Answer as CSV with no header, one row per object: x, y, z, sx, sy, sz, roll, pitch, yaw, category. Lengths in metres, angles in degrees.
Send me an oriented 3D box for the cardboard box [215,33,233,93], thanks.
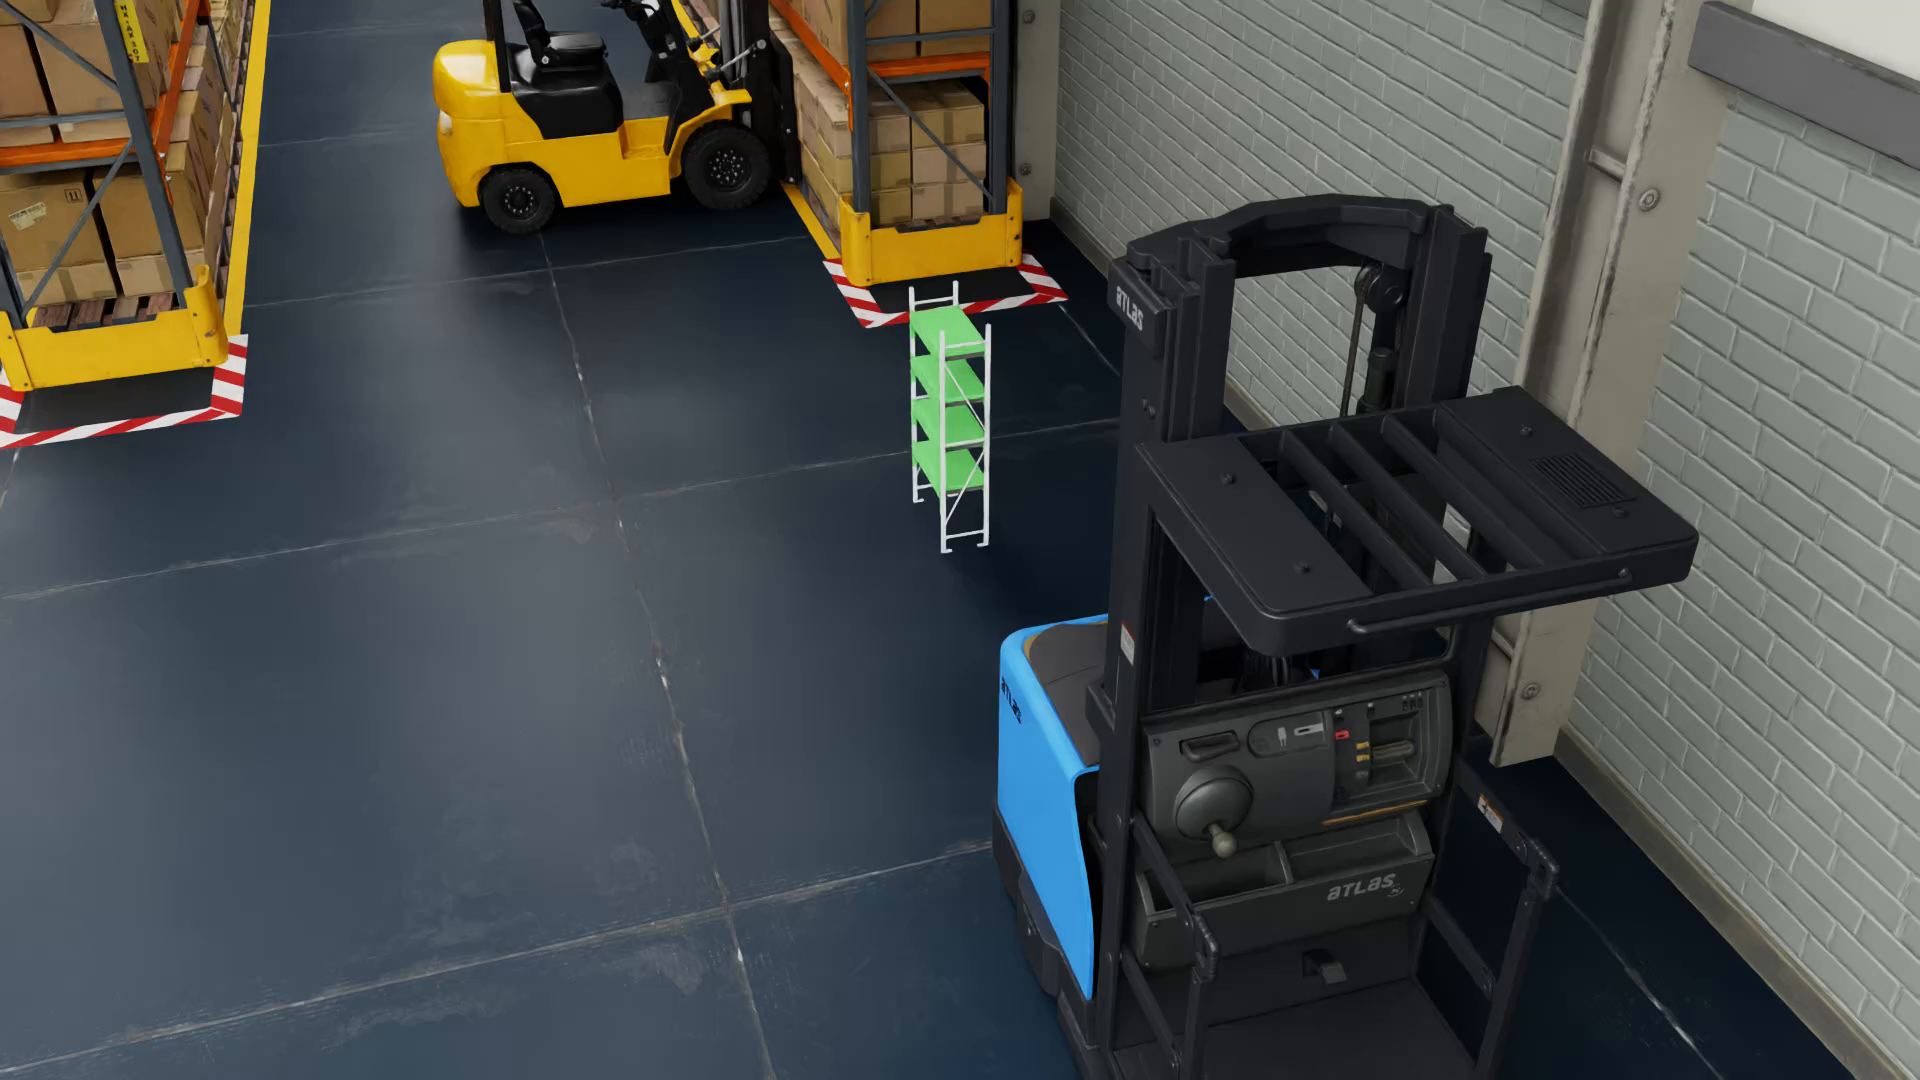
-6.297,-3.695,13.124,0.950,0.372,0.625,-10,35,-14,cardboard box

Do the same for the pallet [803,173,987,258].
-0.462,-2.309,11.553,1.003,0.211,1.213,-10,35,-15,pallet

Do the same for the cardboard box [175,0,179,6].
-5.437,-3.775,10.881,0.500,0.500,0.500,-9,35,-13,cardboard box

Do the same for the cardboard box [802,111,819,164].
-0.778,-2.783,11.400,0.500,0.250,0.500,-10,35,-15,cardboard box

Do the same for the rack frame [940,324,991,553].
0.024,-0.459,7.857,0.240,1.200,0.015,-10,35,-15,rack frame

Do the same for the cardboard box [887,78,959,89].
-0.311,-3.069,11.380,0.500,0.250,0.500,-10,35,-15,cardboard box

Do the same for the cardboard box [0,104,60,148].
-5.233,-2.297,9.233,0.380,0.149,0.250,-9,34,-13,cardboard box

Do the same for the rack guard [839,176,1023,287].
-0.182,-2.022,10.857,1.175,0.500,0.348,-10,35,-15,rack guard

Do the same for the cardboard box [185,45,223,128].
-5.542,-3.150,11.729,0.500,0.500,0.500,-9,35,-14,cardboard box

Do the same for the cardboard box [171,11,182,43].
-5.271,-3.318,10.778,0.380,0.149,0.250,-10,35,-14,cardboard box

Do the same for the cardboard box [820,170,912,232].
-0.633,-2.299,11.122,0.500,0.250,0.500,-10,35,-14,cardboard box

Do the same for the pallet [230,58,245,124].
-6.374,-3.586,13.486,1.003,0.211,1.213,-10,35,-15,pallet

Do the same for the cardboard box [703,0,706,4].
-2.040,-5.438,15.531,0.875,0.625,0.625,-11,35,-17,cardboard box

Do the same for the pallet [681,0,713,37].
-2.047,-5.036,15.680,1.003,0.211,1.213,-10,35,-15,pallet

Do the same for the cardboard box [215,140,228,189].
-5.376,-2.558,11.514,0.500,0.250,0.500,-9,35,-14,cardboard box

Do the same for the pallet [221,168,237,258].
-5.521,-2.190,11.372,1.003,0.211,1.213,-10,35,-15,pallet

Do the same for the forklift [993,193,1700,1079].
1.032,0.696,4.538,1.130,2.935,3.031,-9,35,-14,forklift

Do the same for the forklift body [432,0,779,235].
-2.505,-3.413,11.463,2.313,2.155,1.214,-10,35,-15,forklift body

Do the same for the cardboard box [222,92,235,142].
-5.699,-3.104,12.340,0.500,0.250,0.500,-8,34,-13,cardboard box

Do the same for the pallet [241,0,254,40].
-7.118,-4.867,15.425,1.003,0.211,1.213,-10,35,-15,pallet

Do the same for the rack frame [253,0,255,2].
-7.355,-6.441,15.277,1.000,3.000,0.127,-10,35,-15,rack frame

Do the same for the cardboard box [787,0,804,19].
-0.895,-3.877,11.305,0.500,0.500,0.500,-11,35,-16,cardboard box

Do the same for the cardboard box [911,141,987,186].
-0.135,-2.596,11.118,0.500,0.250,0.500,-9,35,-14,cardboard box

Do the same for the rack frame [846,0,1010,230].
-0.189,-3.078,10.187,1.000,3.000,0.127,-10,35,-15,rack frame

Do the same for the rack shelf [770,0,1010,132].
-0.799,-3.828,11.974,1.077,0.370,4.000,-10,35,-15,rack shelf

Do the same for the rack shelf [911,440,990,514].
-0.051,-0.334,8.218,0.258,0.148,0.480,-10,35,-15,rack shelf

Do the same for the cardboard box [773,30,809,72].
-1.099,-3.510,12.047,0.500,0.250,0.500,-11,35,-16,cardboard box

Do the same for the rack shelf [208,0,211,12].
-6.745,-5.091,13.886,1.077,0.370,4.000,-10,35,-15,rack shelf

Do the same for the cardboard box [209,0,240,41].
-6.734,-4.437,14.246,0.950,0.372,0.625,-9,34,-13,cardboard box

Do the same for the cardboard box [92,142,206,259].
-4.905,-2.064,10.086,0.500,0.500,0.500,-11,35,-16,cardboard box

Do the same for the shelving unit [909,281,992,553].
-0.051,-0.587,8.051,0.258,1.200,0.503,-10,35,-15,shelving unit

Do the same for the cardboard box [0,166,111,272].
-5.408,-1.959,9.927,0.500,0.500,0.500,-10,35,-14,cardboard box

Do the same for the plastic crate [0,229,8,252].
-6.437,-2.161,11.448,0.402,0.080,0.583,-23,40,-31,plastic crate

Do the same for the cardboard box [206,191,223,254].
-5.046,-2.008,10.682,0.500,0.250,0.500,-9,34,-13,cardboard box

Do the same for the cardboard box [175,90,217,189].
-5.214,-2.603,10.901,0.500,0.500,0.500,-9,35,-14,cardboard box

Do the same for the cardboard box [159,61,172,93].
-4.949,-2.774,9.954,0.380,0.149,0.250,-9,35,-14,cardboard box

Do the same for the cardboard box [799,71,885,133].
-0.788,-2.979,11.244,0.500,0.250,0.500,-9,35,-14,cardboard box

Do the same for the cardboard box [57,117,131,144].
-4.821,-2.349,9.313,0.380,0.149,0.250,-10,35,-15,cardboard box

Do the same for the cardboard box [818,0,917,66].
-0.589,-3.334,10.484,0.500,0.500,0.500,-11,35,-16,cardboard box

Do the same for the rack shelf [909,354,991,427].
-0.051,-0.734,7.954,0.258,0.148,0.480,-10,35,-15,rack shelf

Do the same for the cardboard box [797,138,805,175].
-0.920,-2.826,11.919,0.500,0.250,0.500,-10,35,-14,cardboard box

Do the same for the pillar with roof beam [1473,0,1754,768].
-1.813,-2.224,3.453,9.100,9.000,0.400,-10,35,-15,pillar with roof beam

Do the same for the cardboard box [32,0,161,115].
-4.795,-2.702,9.258,0.500,0.500,0.500,-11,35,-15,cardboard box

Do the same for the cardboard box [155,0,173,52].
-5.113,-3.241,10.073,0.500,0.500,0.500,-11,35,-16,cardboard box

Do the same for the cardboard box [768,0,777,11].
-1.414,-4.046,12.859,0.500,0.250,0.500,-10,35,-15,cardboard box

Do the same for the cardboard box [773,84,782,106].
-1.105,-3.313,12.203,0.500,0.250,0.500,-10,35,-15,cardboard box
